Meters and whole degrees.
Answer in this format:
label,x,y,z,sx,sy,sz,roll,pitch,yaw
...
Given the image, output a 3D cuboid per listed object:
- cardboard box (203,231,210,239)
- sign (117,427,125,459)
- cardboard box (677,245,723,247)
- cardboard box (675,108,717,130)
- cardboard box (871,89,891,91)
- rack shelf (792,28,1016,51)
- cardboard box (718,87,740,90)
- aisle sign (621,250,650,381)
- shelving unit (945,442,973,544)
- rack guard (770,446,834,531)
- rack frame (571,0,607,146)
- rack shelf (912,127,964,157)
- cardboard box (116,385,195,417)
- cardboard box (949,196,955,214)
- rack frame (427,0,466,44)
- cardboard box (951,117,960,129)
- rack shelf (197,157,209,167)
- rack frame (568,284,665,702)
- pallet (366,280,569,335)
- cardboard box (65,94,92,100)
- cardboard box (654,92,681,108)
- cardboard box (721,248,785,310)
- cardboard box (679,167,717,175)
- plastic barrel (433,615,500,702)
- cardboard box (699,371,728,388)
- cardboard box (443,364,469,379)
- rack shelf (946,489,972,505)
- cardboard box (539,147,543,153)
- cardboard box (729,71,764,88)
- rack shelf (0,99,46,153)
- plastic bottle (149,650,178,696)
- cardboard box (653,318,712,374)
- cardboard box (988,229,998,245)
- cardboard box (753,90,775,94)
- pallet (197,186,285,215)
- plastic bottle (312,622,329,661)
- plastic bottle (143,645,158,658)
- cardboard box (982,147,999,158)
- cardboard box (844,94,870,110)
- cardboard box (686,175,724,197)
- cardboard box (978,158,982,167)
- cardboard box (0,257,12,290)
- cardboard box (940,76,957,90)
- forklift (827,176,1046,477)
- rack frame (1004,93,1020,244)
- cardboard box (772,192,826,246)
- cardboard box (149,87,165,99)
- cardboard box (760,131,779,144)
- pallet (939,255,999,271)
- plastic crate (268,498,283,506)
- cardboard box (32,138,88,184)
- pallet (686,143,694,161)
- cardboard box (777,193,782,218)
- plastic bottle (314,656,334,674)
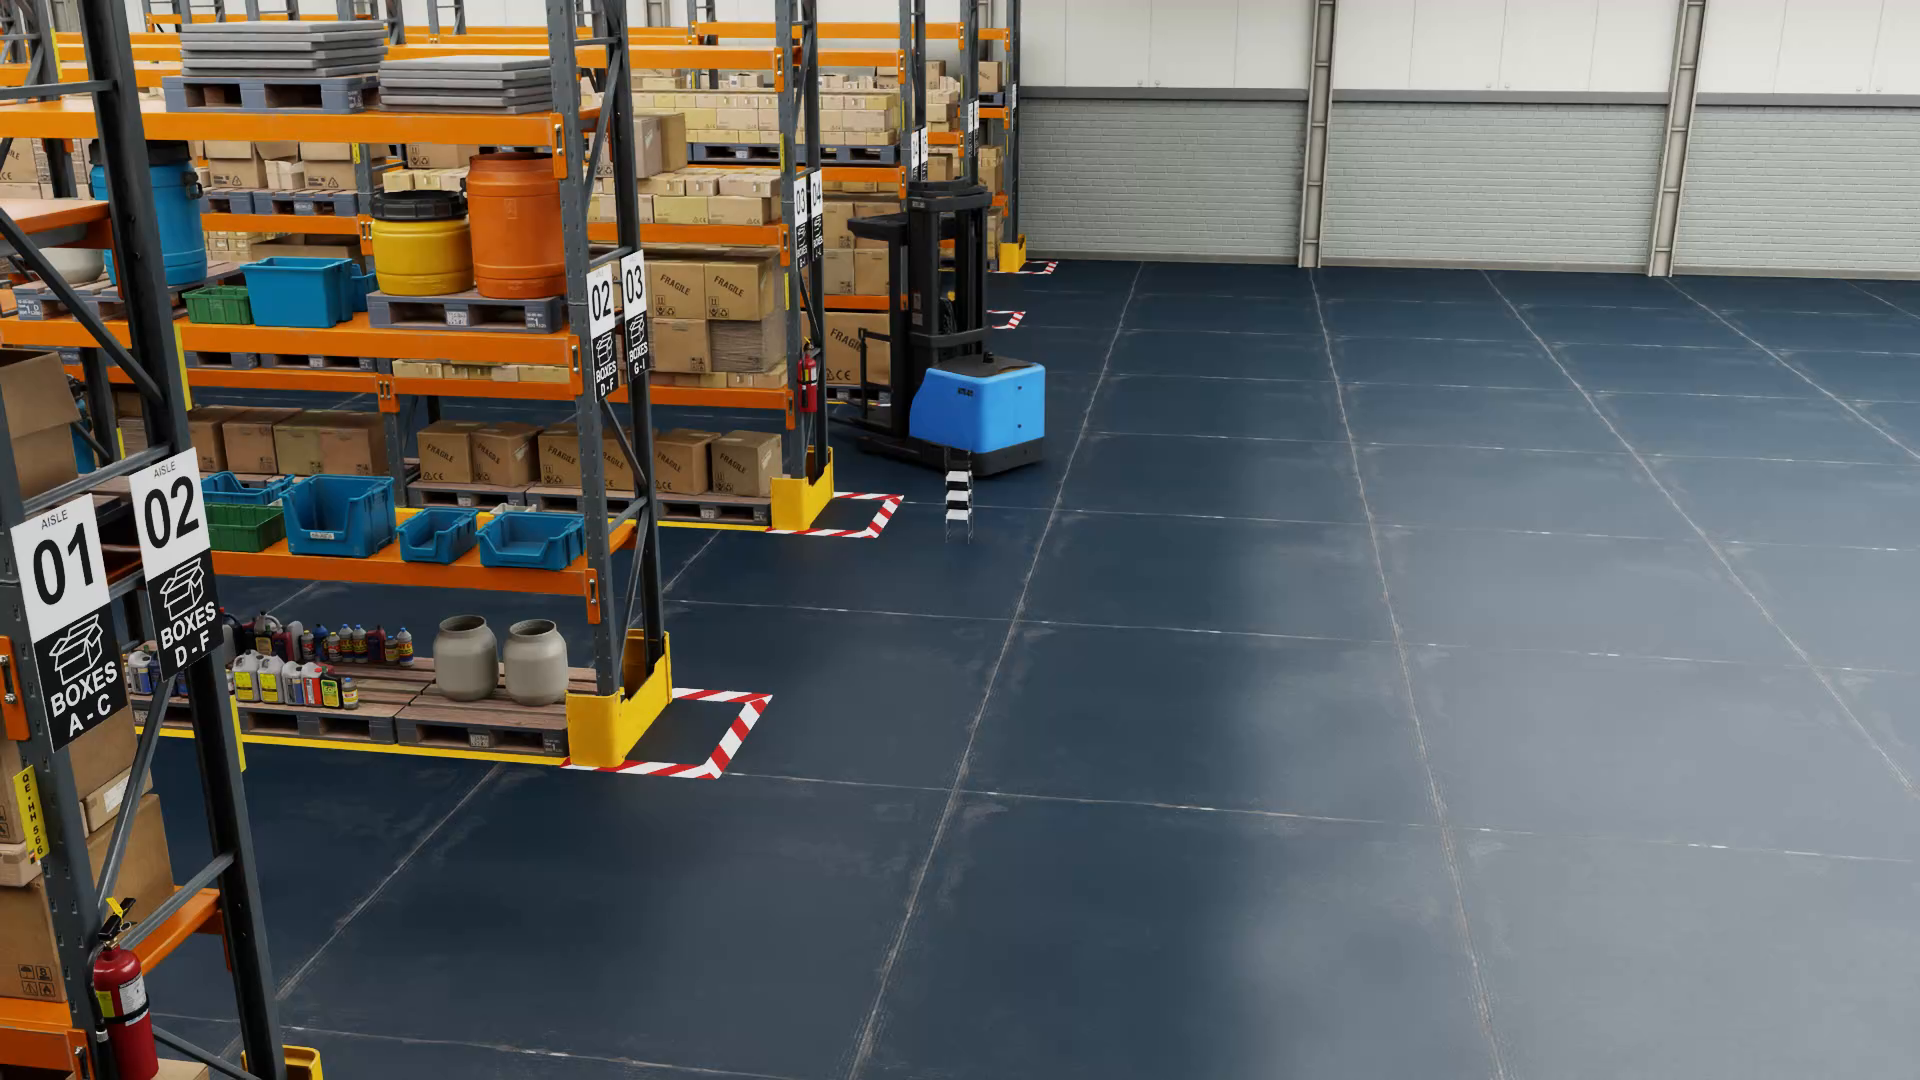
label,x,y,z,sx,sy,sz,roll,pitch,yaw
cardboard box,-9.509,-3.912,21.010,0.250,0.149,0.380,4,19,10
sign,-6.071,-0.643,12.009,0.005,0.325,0.100,3,19,9
cardboard box,-3.070,-3.412,20.485,0.550,0.550,0.875,3,19,9
cardboard box,-3.062,-5.017,19.738,0.500,0.250,0.500,3,19,8
cardboard box,-1.165,-6.616,24.709,0.250,0.149,0.380,3,19,8
rack shelf,-1.053,-8.765,29.029,4.000,0.370,1.077,3,19,9
cardboard box,-3.464,-6.730,25.050,0.250,0.149,0.380,3,19,10
aisle sign,-2.102,-1.460,10.788,0.004,0.787,0.394,3,19,9
shelving unit,-0.008,-0.427,15.108,0.210,0.900,0.258,3,19,9
rack guard,-1.509,-0.509,15.983,0.348,0.500,1.175,3,19,9
rack frame,-4.497,-6.286,19.854,0.127,3.000,1.000,3,19,9
rack shelf,-1.837,-5.977,24.793,4.000,0.370,1.077,3,19,9
cardboard box,-8.141,-1.424,16.843,0.500,0.250,0.500,5,19,15
cardboard box,-0.286,-5.094,25.122,0.500,0.500,0.500,3,19,8
rack frame,-7.761,-8.043,25.105,0.127,3.000,1.000,3,19,9
cardboard box,-0.138,-6.217,24.772,0.250,0.149,0.380,3,19,9
rack shelf,-10.421,-4.824,21.346,4.000,0.370,1.077,3,19,9
rack frame,-2.220,-0.139,10.937,0.127,3.000,1.000,3,19,9
pallet,-3.021,-1.544,10.707,1.213,0.211,1.003,3,19,9
cardboard box,-10.892,-5.395,21.095,0.637,0.503,0.797,3,19,8
cardboard box,-3.439,-5.206,19.674,0.250,0.149,0.380,3,19,8
cardboard box,-1.934,-2.466,15.691,0.500,0.500,0.500,3,19,9
cardboard box,-2.437,-3.371,15.477,0.250,0.149,0.380,4,19,11
plastic barrel,-3.377,0.807,11.368,0.421,0.512,0.421,0,18,0
cardboard box,-2.250,-1.530,15.492,0.250,0.149,0.380,3,19,9
cardboard box,-4.723,-1.647,15.841,0.250,0.149,0.380,3,19,9
rack shelf,-0.008,-0.396,15.119,0.200,0.077,0.258,3,19,9
cardboard box,-7.461,-7.074,30.847,0.500,0.500,0.500,4,19,11
cardboard box,-3.781,-8.139,29.440,0.500,0.311,0.500,2,19,7
rack shelf,-8.144,-2.755,11.066,4.000,0.370,1.077,3,19,9
plastic bottle,-5.438,0.878,11.380,0.185,0.351,0.144,3,19,10
cardboard box,-2.486,-1.903,15.583,0.500,0.500,0.875,3,19,9
cardboard box,0.391,-5.409,29.573,0.500,0.250,0.500,3,19,8
cardboard box,-2.334,-5.361,20.138,0.250,0.149,0.380,3,19,9
pallet,-7.001,-3.341,16.076,1.003,0.211,1.213,3,19,9
plastic bottle,-4.598,0.725,11.962,0.097,0.271,0.097,0,18,0
plastic bottle,-5.584,0.867,11.519,0.133,0.283,0.061,3,19,9
cardboard box,0.534,-6.799,29.193,0.250,0.149,0.380,3,19,9
cardboard box,-1.180,-5.091,19.331,0.250,0.149,0.380,3,19,9
cardboard box,-2.284,-3.176,14.897,0.250,0.149,0.380,2,19,6
cardboard box,0.277,-6.639,29.184,0.250,0.149,0.380,3,19,10
cardboard box,-10.052,-2.658,16.728,0.637,0.503,0.797,4,19,11
cardboard box,-0.195,-7.915,28.843,0.258,0.266,0.396,3,19,9
forklift,-0.499,-2.416,17.850,3.031,2.935,1.130,17,25,42
rack frame,0.921,-6.350,29.502,0.127,3.000,1.000,3,19,9
cardboard box,-1.997,-3.923,20.309,0.550,0.550,0.875,3,19,9
cardboard box,-12.392,-6.936,25.918,0.258,0.266,0.396,4,19,10
cardboard box,-2.184,-4.764,19.610,0.250,0.149,0.380,3,19,9
pallet,0.160,-5.053,30.020,1.213,0.211,1.003,3,19,9
plastic crate,-4.526,-0.213,11.574,0.437,0.136,0.530,3,19,9
cardboard box,-8.410,-3.669,15.816,0.500,0.500,0.500,3,19,9
pallet,-3.691,-4.777,20.211,1.213,0.211,1.003,3,19,9
cardboard box,-1.869,-3.147,15.437,0.500,0.250,0.500,3,19,10
plastic bottle,-4.331,0.931,11.328,0.133,0.283,0.061,3,19,9
